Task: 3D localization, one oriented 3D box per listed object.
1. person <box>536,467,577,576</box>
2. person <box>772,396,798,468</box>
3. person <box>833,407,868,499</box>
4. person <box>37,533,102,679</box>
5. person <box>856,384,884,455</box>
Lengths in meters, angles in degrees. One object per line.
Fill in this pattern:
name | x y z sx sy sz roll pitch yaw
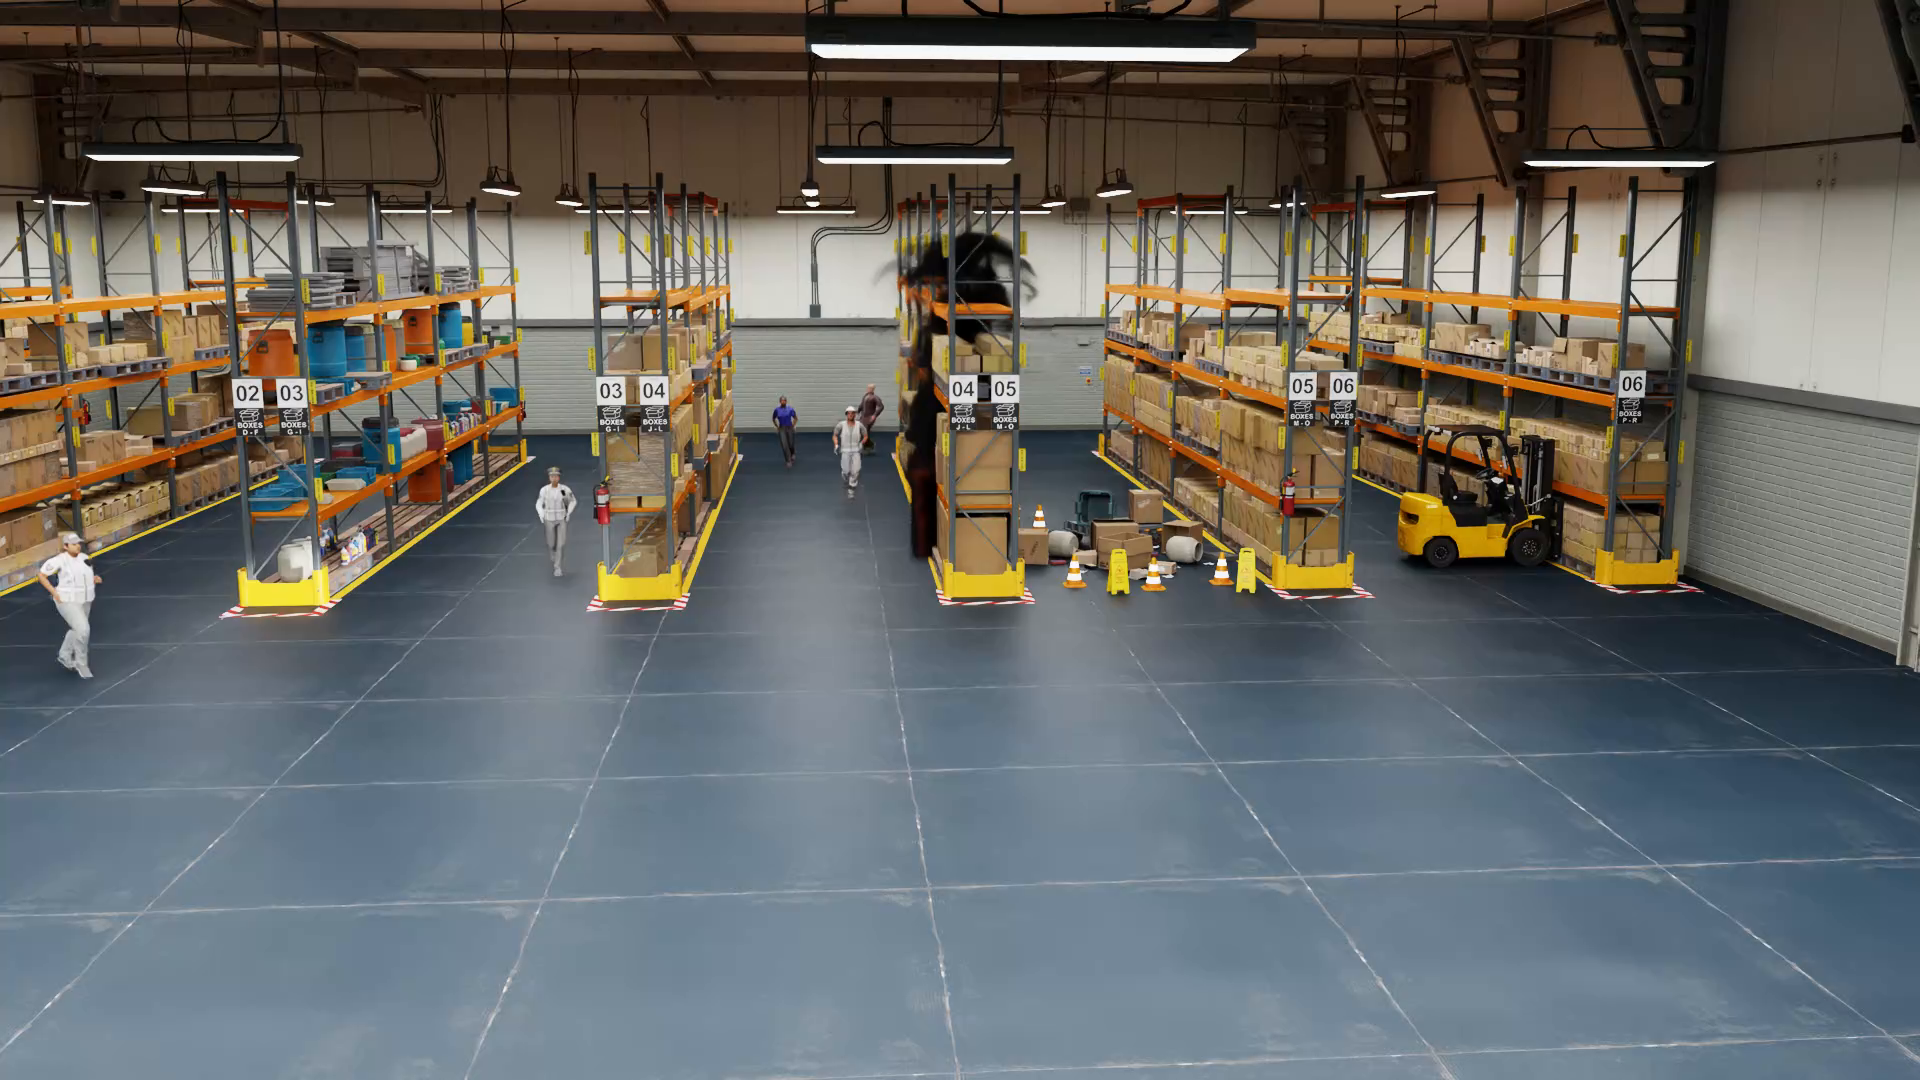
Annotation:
person | -6.241 -0.314 25.754 0.617 1.662 0.661 -2 10 -12
person | -4.035 -2.508 38.327 0.596 1.628 0.636 -1 10 -6
person | -2.065 -1.654 31.488 0.666 1.752 0.596 -1 10 -7
person | -10.432 0.773 19.625 0.724 1.728 0.584 3 11 18
person | -2.239 -2.912 40.206 0.608 1.732 0.790 -7 12 -33
